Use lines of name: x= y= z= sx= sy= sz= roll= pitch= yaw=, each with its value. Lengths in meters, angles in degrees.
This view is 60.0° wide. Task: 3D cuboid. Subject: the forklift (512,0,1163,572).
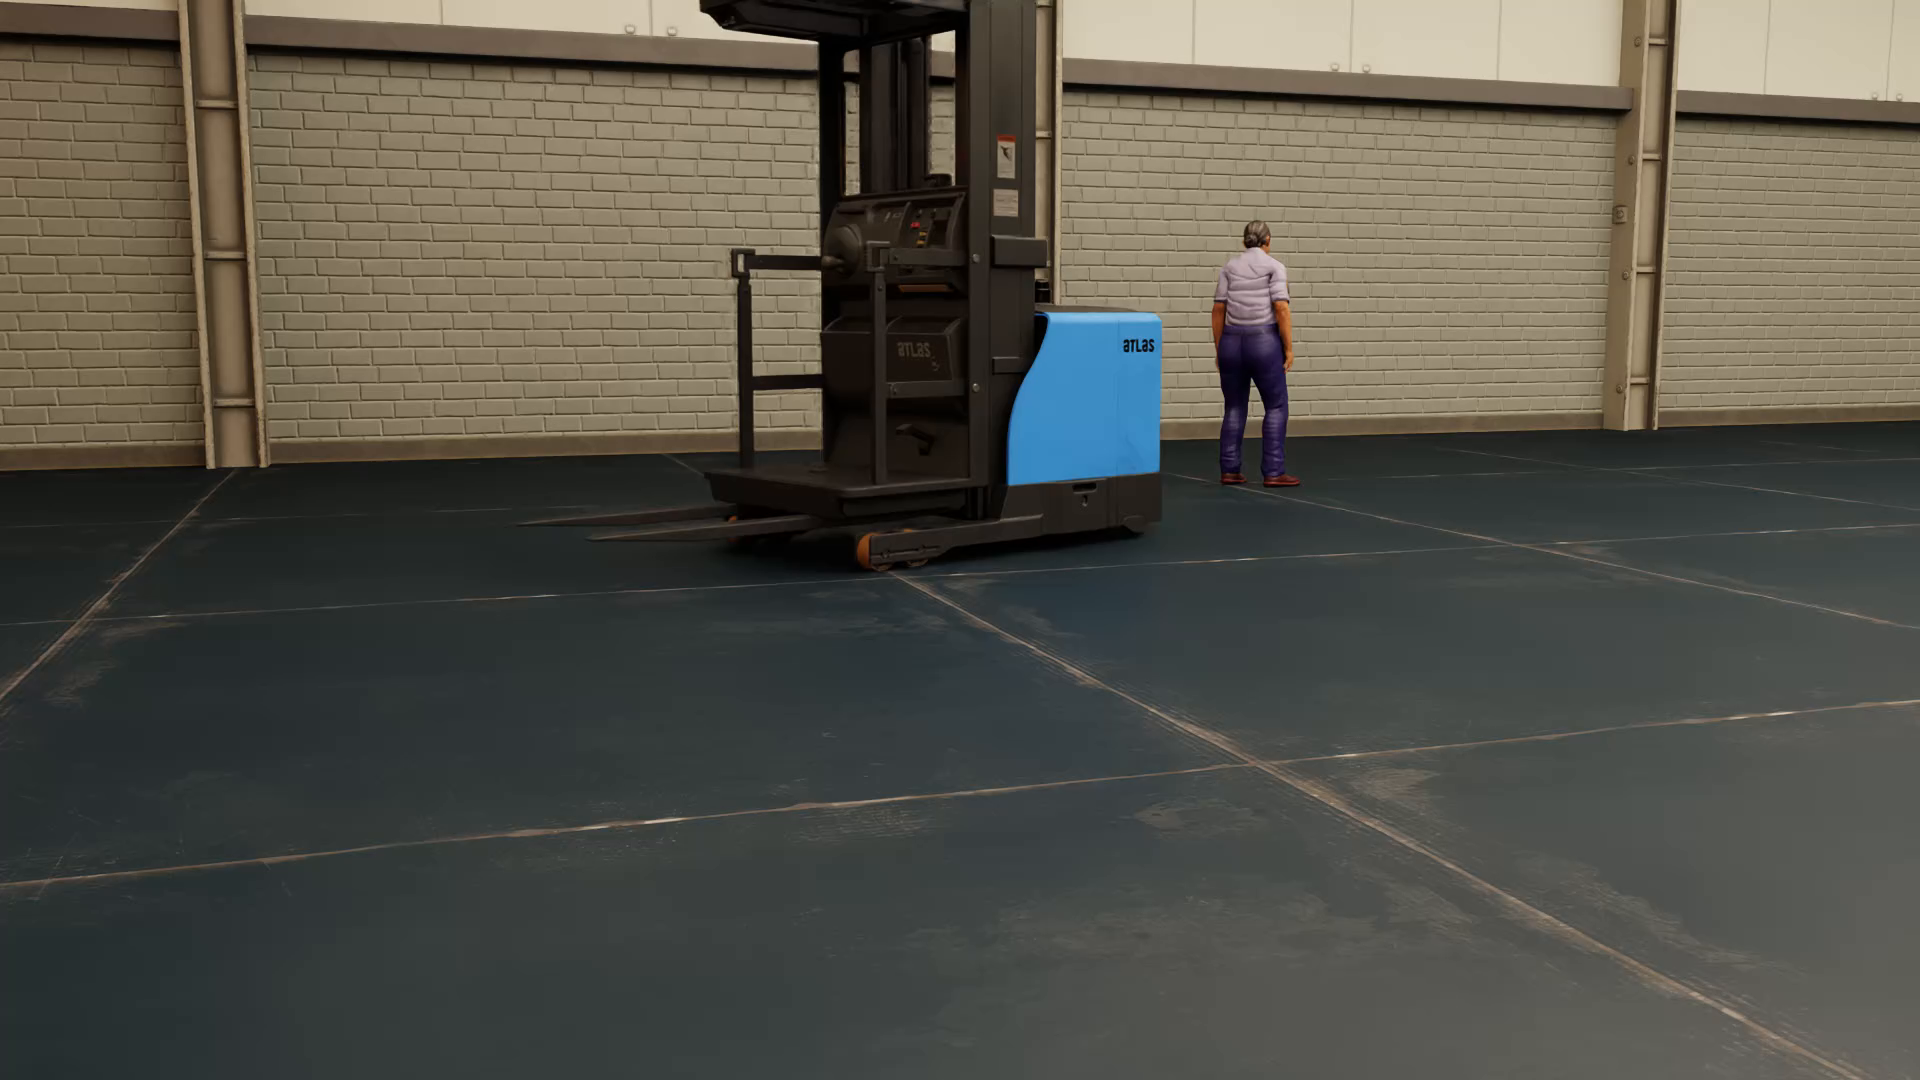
forklift: x=-0.461 y=-1.399 z=7.333 sx=3.031 sy=2.935 sz=1.130 roll=-7 pitch=10 yaw=-40

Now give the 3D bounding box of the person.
person: x=1.846 y=-1.167 z=10.393 sx=0.547 sy=1.650 sz=0.340 roll=5 pitch=9 yaw=34
